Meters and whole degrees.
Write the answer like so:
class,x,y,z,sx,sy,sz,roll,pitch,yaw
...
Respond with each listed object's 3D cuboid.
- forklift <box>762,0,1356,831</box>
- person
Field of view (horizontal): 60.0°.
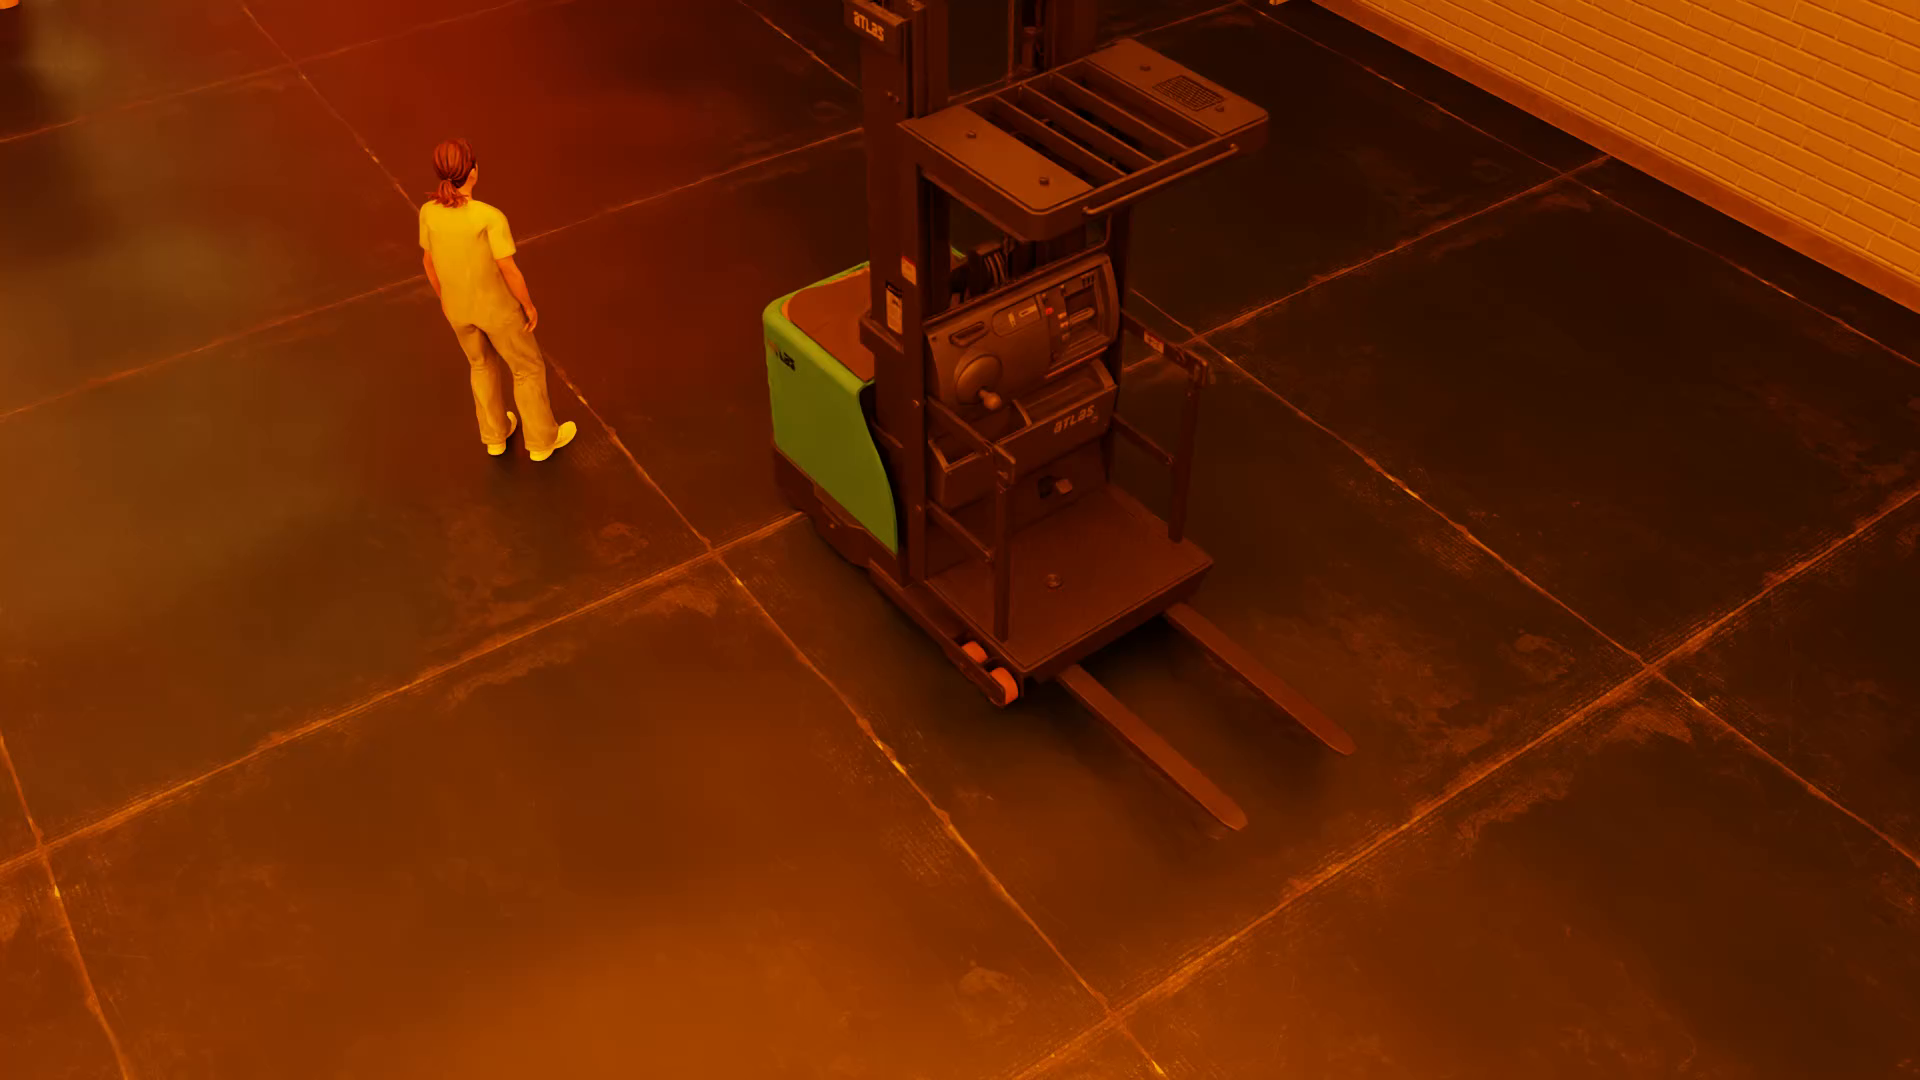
class,x,y,z,sx,sy,sz,roll,pitch,yaw
forklift,0.396,-0.752,6.532,1.130,2.935,3.031,-28,49,-27
person,-2.226,-1.101,7.840,0.503,1.671,0.359,10,44,10
